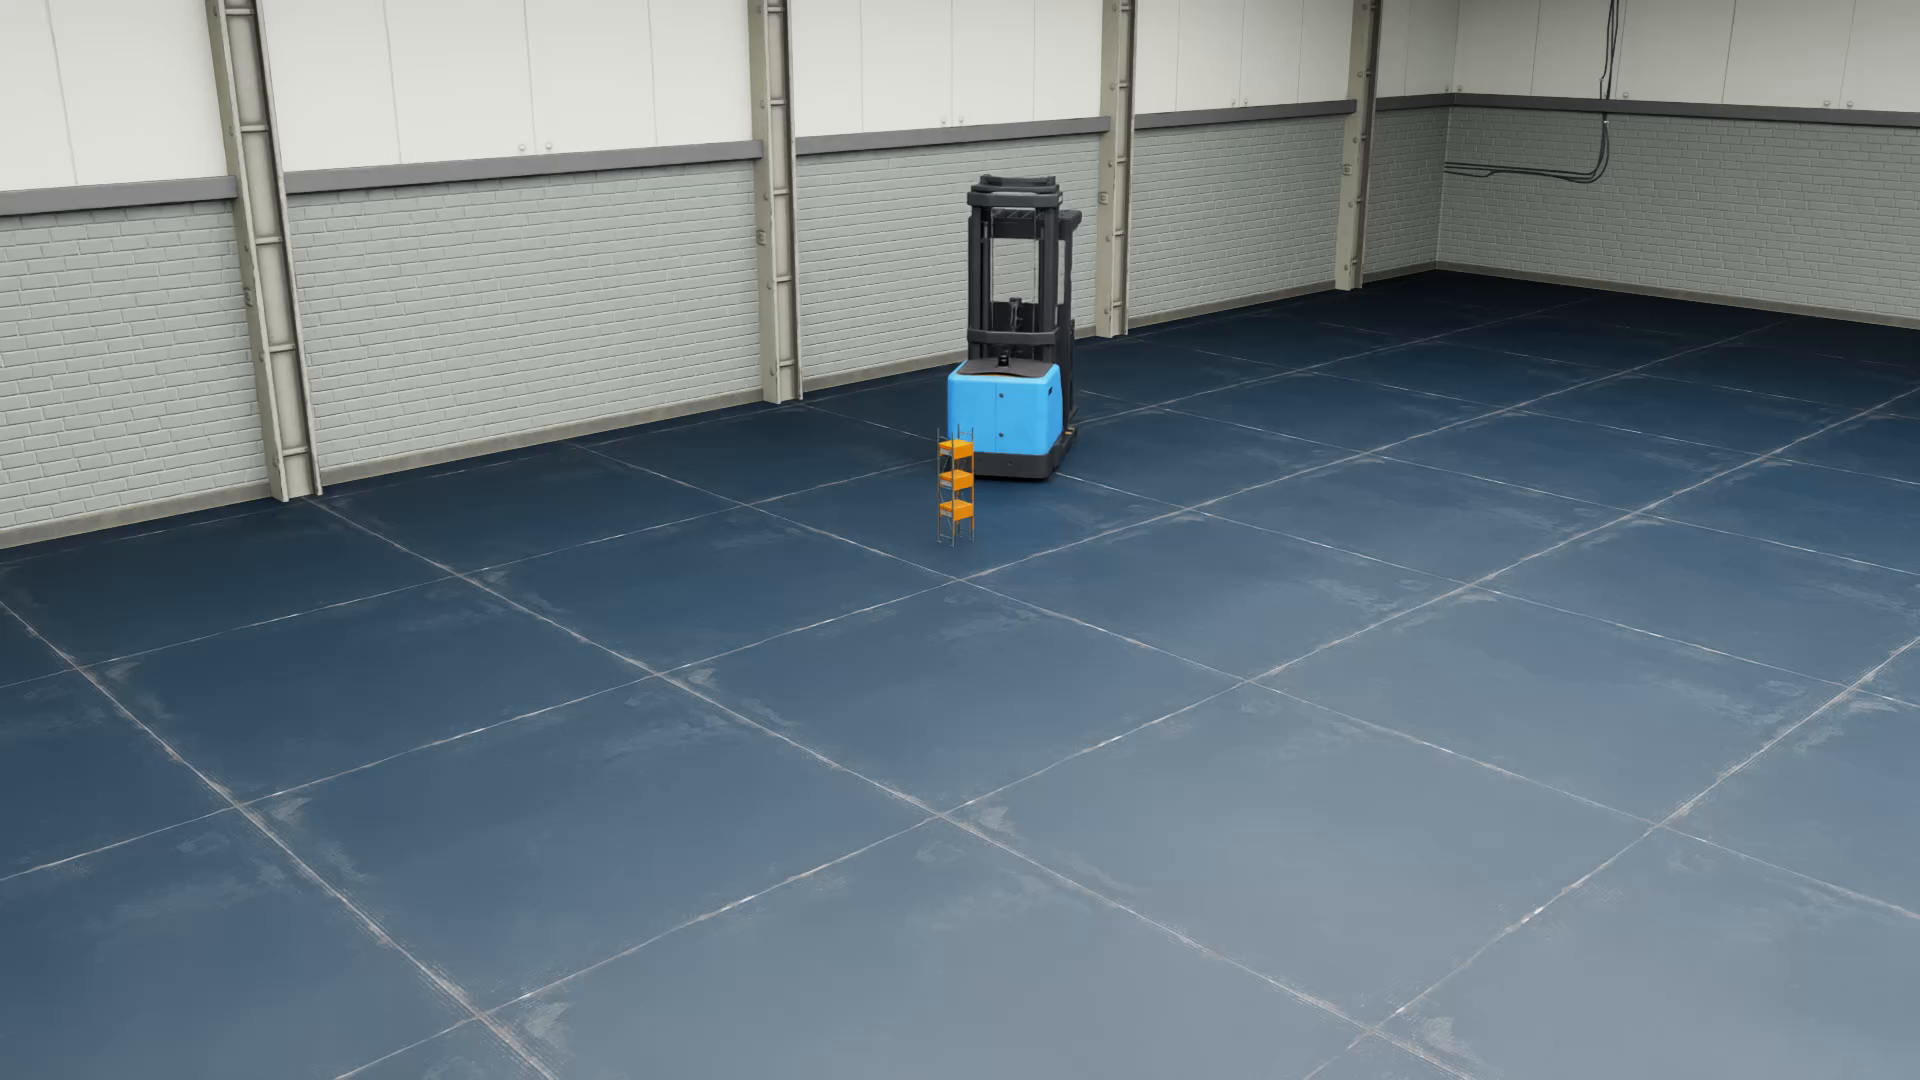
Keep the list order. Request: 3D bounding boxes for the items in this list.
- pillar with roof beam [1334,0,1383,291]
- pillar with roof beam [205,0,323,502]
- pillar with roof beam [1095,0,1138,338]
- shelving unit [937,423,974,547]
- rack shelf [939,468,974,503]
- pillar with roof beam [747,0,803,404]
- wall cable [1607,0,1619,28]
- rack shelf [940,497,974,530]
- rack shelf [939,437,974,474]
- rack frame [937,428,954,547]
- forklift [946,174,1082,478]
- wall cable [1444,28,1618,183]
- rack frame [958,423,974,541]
[{"bbox_3d":[9.514,-7.574,23.754,0.400,9.000,9.100,-16,24,-41],"label":"pillar with roof beam"},{"bbox_3d":[-3.565,-3.760,11.990,0.400,9.000,9.100,-16,24,-41],"label":"pillar with roof beam"},{"bbox_3d":[5.155,-6.303,19.833,0.400,9.000,9.100,-16,24,-41],"label":"pillar with roof beam"},{"bbox_3d":[-0.039,-0.488,14.788,0.252,1.050,0.215,-16,24,-41],"label":"shelving unit"},{"bbox_3d":[-0.039,-0.478,14.791,0.240,0.259,0.215,-16,24,-41],"label":"rack shelf"},{"bbox_3d":[0.795,-5.031,15.912,0.400,9.000,9.100,-16,24,-41],"label":"pillar with roof beam"},{"bbox_3d":[11.464,-9.186,25.571,0.112,2.526,3.097,-16,24,-41],"label":"wall cable"},{"bbox_3d":[-0.039,-0.214,14.877,0.240,0.259,0.215,-16,24,-41],"label":"rack shelf"},{"bbox_3d":[-0.039,-0.748,14.704,0.240,0.259,0.215,-16,24,-41],"label":"rack shelf"},{"bbox_3d":[-0.128,-0.462,14.708,0.008,1.050,0.200,-16,24,-41],"label":"rack frame"},{"bbox_3d":[0.676,-2.426,17.716,1.130,2.935,3.031,4,18,12],"label":"forklift"},{"bbox_3d":[9.606,-7.390,28.220,0.112,2.526,3.097,-16,24,-41],"label":"wall cable"},{"bbox_3d":[0.050,-0.514,14.868,0.008,1.050,0.200,-16,24,-41],"label":"rack frame"}]
